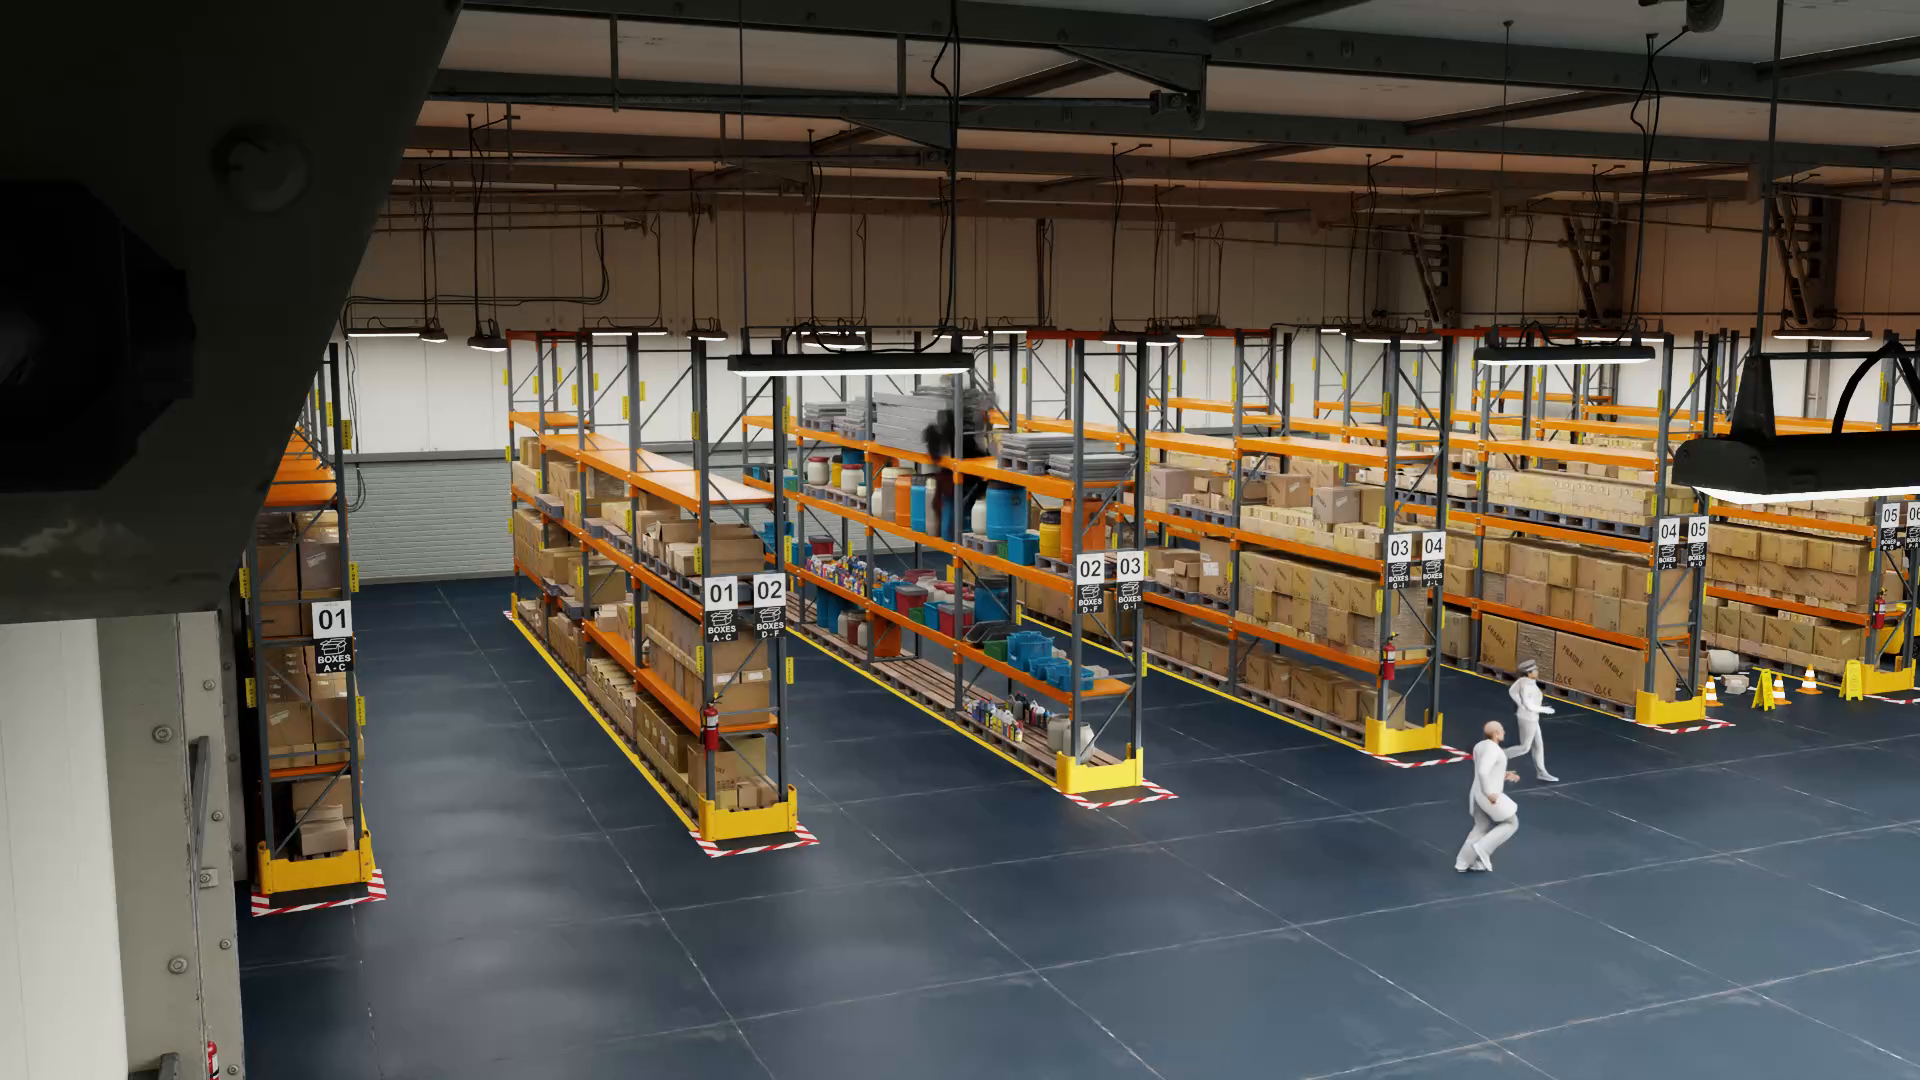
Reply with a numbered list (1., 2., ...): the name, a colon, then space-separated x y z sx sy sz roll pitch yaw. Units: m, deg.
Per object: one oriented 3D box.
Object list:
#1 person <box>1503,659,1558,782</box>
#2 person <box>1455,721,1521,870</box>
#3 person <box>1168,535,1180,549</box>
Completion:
1. person: 7.669 2.437 22.500 0.894 1.687 0.631 2 8 14
2. person: 6.028 2.906 18.892 0.760 1.723 0.627 -1 8 -7
3. person: 5.376 -0.196 41.869 0.550 1.674 0.763 6 10 35
